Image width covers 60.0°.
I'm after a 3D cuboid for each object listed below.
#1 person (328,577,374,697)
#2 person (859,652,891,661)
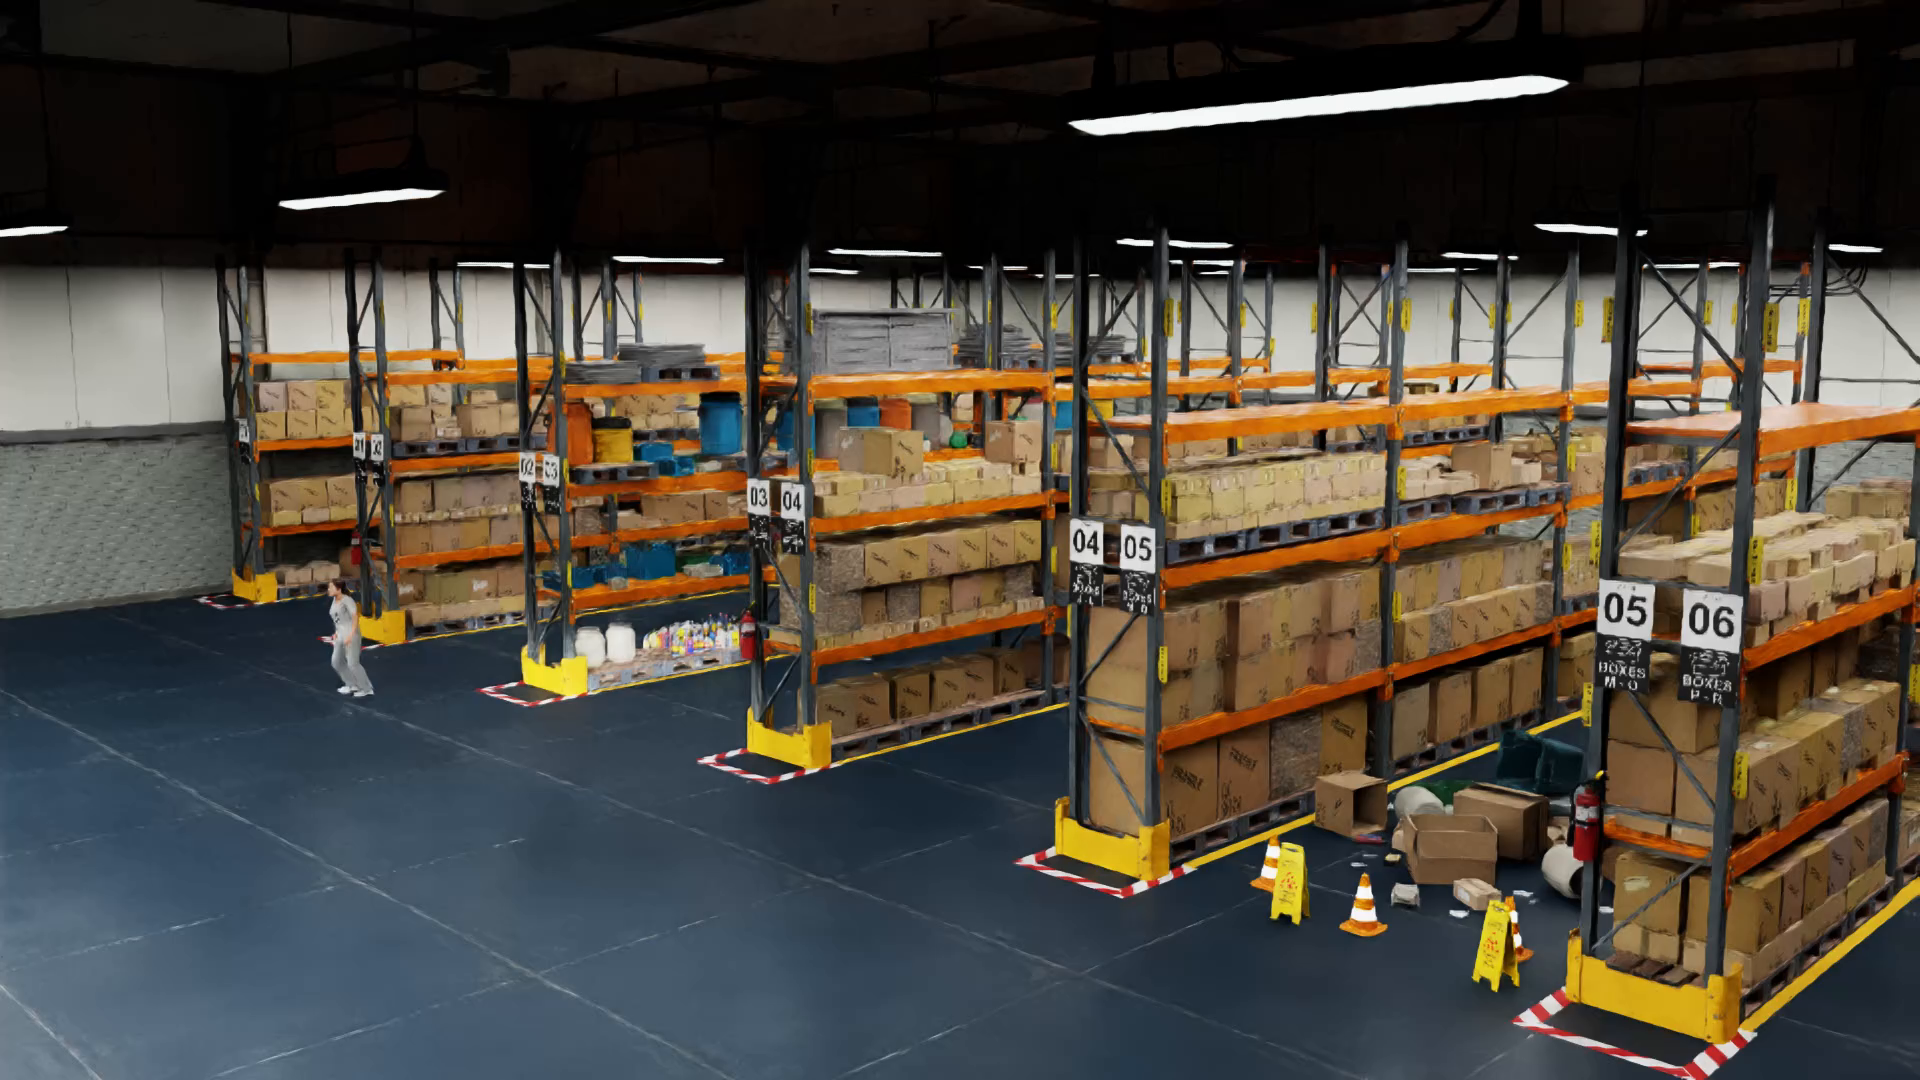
[{"bbox_3d":[-8.067,1.274,21.942,0.580,1.619,0.507,7,11,42],"label":"person"},{"bbox_3d":[-1.243,0.877,24.215,0.588,1.731,0.502,-2,8,-15],"label":"person"}]
